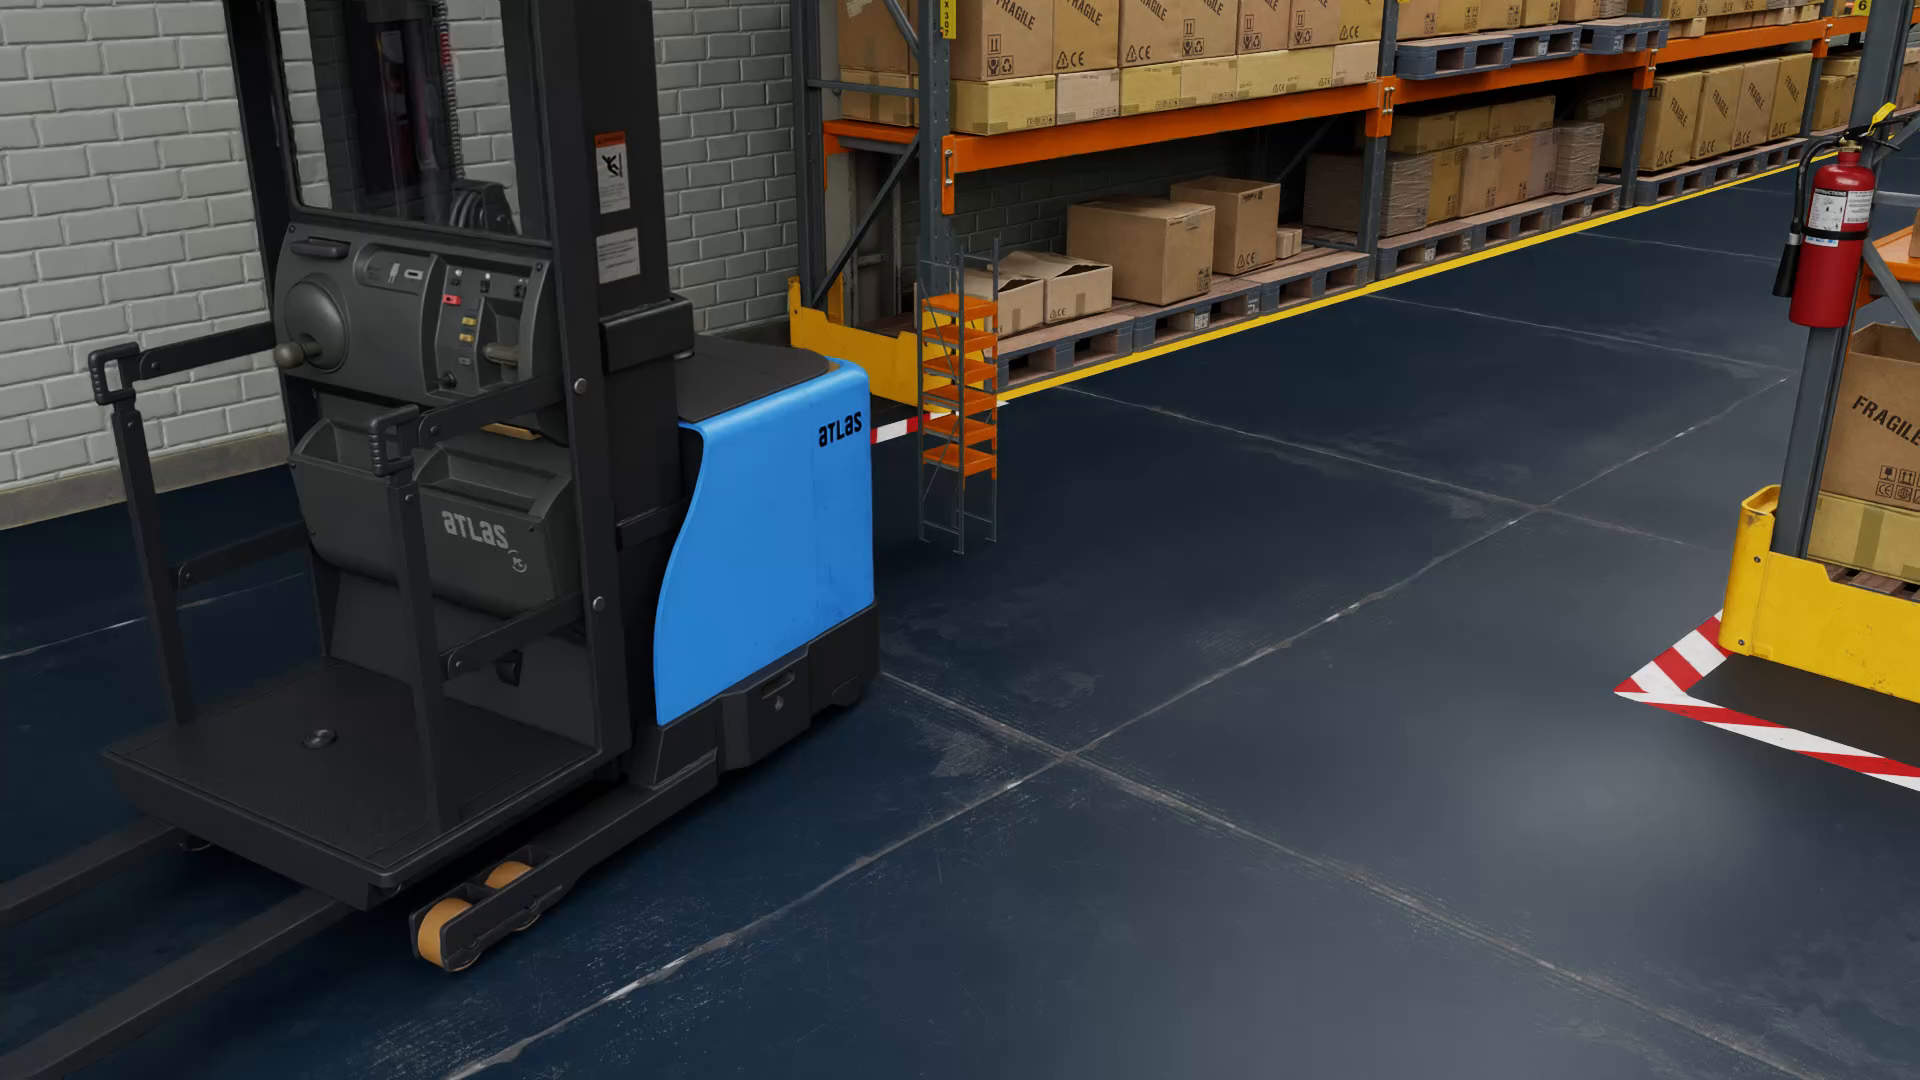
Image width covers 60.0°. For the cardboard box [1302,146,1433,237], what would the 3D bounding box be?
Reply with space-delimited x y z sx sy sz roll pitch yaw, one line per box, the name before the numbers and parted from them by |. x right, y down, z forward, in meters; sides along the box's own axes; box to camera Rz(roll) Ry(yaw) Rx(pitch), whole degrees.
cardboard box | 2.846 -2.447 11.630 0.500 0.500 0.700 -19 28 -40

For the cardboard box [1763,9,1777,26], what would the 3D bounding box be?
cardboard box | 7.159 -4.751 15.075 0.380 0.149 0.250 19 28 41

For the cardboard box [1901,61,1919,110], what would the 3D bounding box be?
cardboard box | 10.299 -5.124 18.623 0.700 0.500 0.500 19 28 41

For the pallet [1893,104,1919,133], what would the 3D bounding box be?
pallet | 10.213 -4.773 18.697 1.003 0.211 1.213 19 28 41

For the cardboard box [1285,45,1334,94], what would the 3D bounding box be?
cardboard box | 1.877 -2.830 9.939 0.500 0.250 0.500 19 28 41

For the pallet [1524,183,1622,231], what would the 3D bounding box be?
pallet | 4.588 -2.741 13.411 1.003 0.211 1.213 19 28 41

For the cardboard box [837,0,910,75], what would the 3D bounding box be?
cardboard box | -0.270 -2.650 8.425 0.500 0.500 0.500 19 28 40

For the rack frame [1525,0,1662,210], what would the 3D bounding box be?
rack frame | 5.134 -4.243 13.432 1.000 3.000 0.127 19 28 41

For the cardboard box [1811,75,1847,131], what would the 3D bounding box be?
cardboard box | 8.520 -4.467 16.914 0.700 0.500 0.500 20 29 41

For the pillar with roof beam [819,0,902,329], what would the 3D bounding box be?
pillar with roof beam | 2.507 -4.306 5.234 9.100 9.000 0.400 19 28 41

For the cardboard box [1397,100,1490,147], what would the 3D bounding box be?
cardboard box | 3.511 -3.045 12.143 0.500 0.250 0.500 18 28 39

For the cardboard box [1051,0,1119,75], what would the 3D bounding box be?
cardboard box | 0.454 -2.648 8.419 0.500 0.500 0.500 19 28 41

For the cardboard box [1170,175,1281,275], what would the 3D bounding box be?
cardboard box | 1.649 -1.976 10.407 0.500 0.500 0.500 17 27 37

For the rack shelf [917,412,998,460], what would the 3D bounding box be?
rack shelf | -0.010 -0.403 6.409 0.258 0.103 0.180 19 28 41

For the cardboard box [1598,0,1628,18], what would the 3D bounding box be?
cardboard box | 4.814 -4.372 13.015 0.700 0.500 0.500 15 26 35

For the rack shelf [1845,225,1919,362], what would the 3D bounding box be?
rack shelf | 4.501 -1.126 6.326 1.077 0.370 4.000 19 28 41

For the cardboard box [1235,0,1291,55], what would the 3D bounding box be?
cardboard box | 1.533 -3.049 9.461 0.500 0.500 0.500 18 28 39

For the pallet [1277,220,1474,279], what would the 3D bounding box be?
pallet | 2.886 -2.114 11.779 1.003 0.211 1.213 19 28 41

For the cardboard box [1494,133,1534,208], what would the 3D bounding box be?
cardboard box | 3.900 -2.845 12.667 0.700 0.500 0.500 19 28 40

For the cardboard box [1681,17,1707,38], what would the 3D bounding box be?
cardboard box | 5.958 -4.271 13.829 0.250 0.149 0.380 -19 28 -40

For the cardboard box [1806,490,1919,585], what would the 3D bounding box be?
cardboard box | 3.268 -0.072 5.828 0.500 0.250 0.500 19 28 41

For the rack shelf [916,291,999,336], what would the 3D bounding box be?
rack shelf | -0.010 -0.851 6.236 0.258 0.103 0.180 19 28 41

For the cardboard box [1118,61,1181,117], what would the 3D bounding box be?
cardboard box | 0.833 -2.438 8.919 0.500 0.250 0.500 19 28 40

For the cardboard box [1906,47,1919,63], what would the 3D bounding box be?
cardboard box | 10.340 -5.348 18.302 0.380 0.149 0.250 19 28 40

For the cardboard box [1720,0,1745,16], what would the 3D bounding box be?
cardboard box | 6.376 -4.758 14.191 0.500 0.500 0.500 19 28 40

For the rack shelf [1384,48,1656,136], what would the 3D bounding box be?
rack shelf | 3.739 -3.393 12.224 1.077 0.370 4.000 19 28 41

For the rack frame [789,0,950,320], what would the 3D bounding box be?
rack frame | -0.446 -2.186 8.082 1.000 3.000 0.127 19 28 41

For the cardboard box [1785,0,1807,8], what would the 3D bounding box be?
cardboard box | 7.435 -5.151 15.212 0.500 0.500 0.500 20 28 41

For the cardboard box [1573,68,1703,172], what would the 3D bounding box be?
cardboard box | 5.741 -3.592 14.149 0.750 0.750 0.750 19 28 40

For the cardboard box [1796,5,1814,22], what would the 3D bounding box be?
cardboard box | 7.733 -4.935 15.554 0.250 0.149 0.380 -20 28 -41

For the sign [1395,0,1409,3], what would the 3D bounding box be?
sign | 2.738 -3.485 10.254 0.100 0.325 0.005 19 28 41

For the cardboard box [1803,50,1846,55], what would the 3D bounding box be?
cardboard box | 9.182 -5.117 17.702 0.380 0.149 0.250 19 28 40

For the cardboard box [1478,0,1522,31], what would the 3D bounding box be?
cardboard box | 3.555 -3.908 11.808 0.500 0.500 0.700 -16 26 -35

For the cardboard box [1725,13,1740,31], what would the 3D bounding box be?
cardboard box | 6.592 -4.559 14.576 0.380 0.149 0.250 19 28 41

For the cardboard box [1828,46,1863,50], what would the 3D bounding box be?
cardboard box | 9.715 -5.314 18.214 0.380 0.149 0.250 20 28 41

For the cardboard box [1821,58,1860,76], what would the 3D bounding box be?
cardboard box | 8.890 -4.812 16.908 0.250 0.149 0.380 -19 28 -40

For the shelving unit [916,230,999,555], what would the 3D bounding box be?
shelving unit | -0.010 -0.556 6.350 0.258 1.200 0.189 19 28 41

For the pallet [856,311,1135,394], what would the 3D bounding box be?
pallet | 0.199 -1.104 9.154 1.003 0.211 1.213 19 28 41

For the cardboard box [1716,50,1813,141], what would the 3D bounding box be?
cardboard box | 7.564 -4.264 15.899 0.750 0.750 0.750 20 28 41

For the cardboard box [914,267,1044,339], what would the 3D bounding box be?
cardboard box | 0.101 -1.292 8.890 0.500 0.311 0.500 15 26 35

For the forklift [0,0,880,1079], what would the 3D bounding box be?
forklift | -1.466 -0.543 3.901 1.130 2.935 3.031 13 24 30

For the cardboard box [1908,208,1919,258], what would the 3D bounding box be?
cardboard box | 3.440 -1.111 5.145 0.700 0.500 0.500 19 28 41

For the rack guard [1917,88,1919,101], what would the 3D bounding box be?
rack guard | 10.732 -5.139 19.247 1.175 0.500 0.348 19 28 41

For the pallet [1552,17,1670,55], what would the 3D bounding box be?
pallet | 4.714 -3.944 12.921 1.213 0.211 1.003 19 28 41
